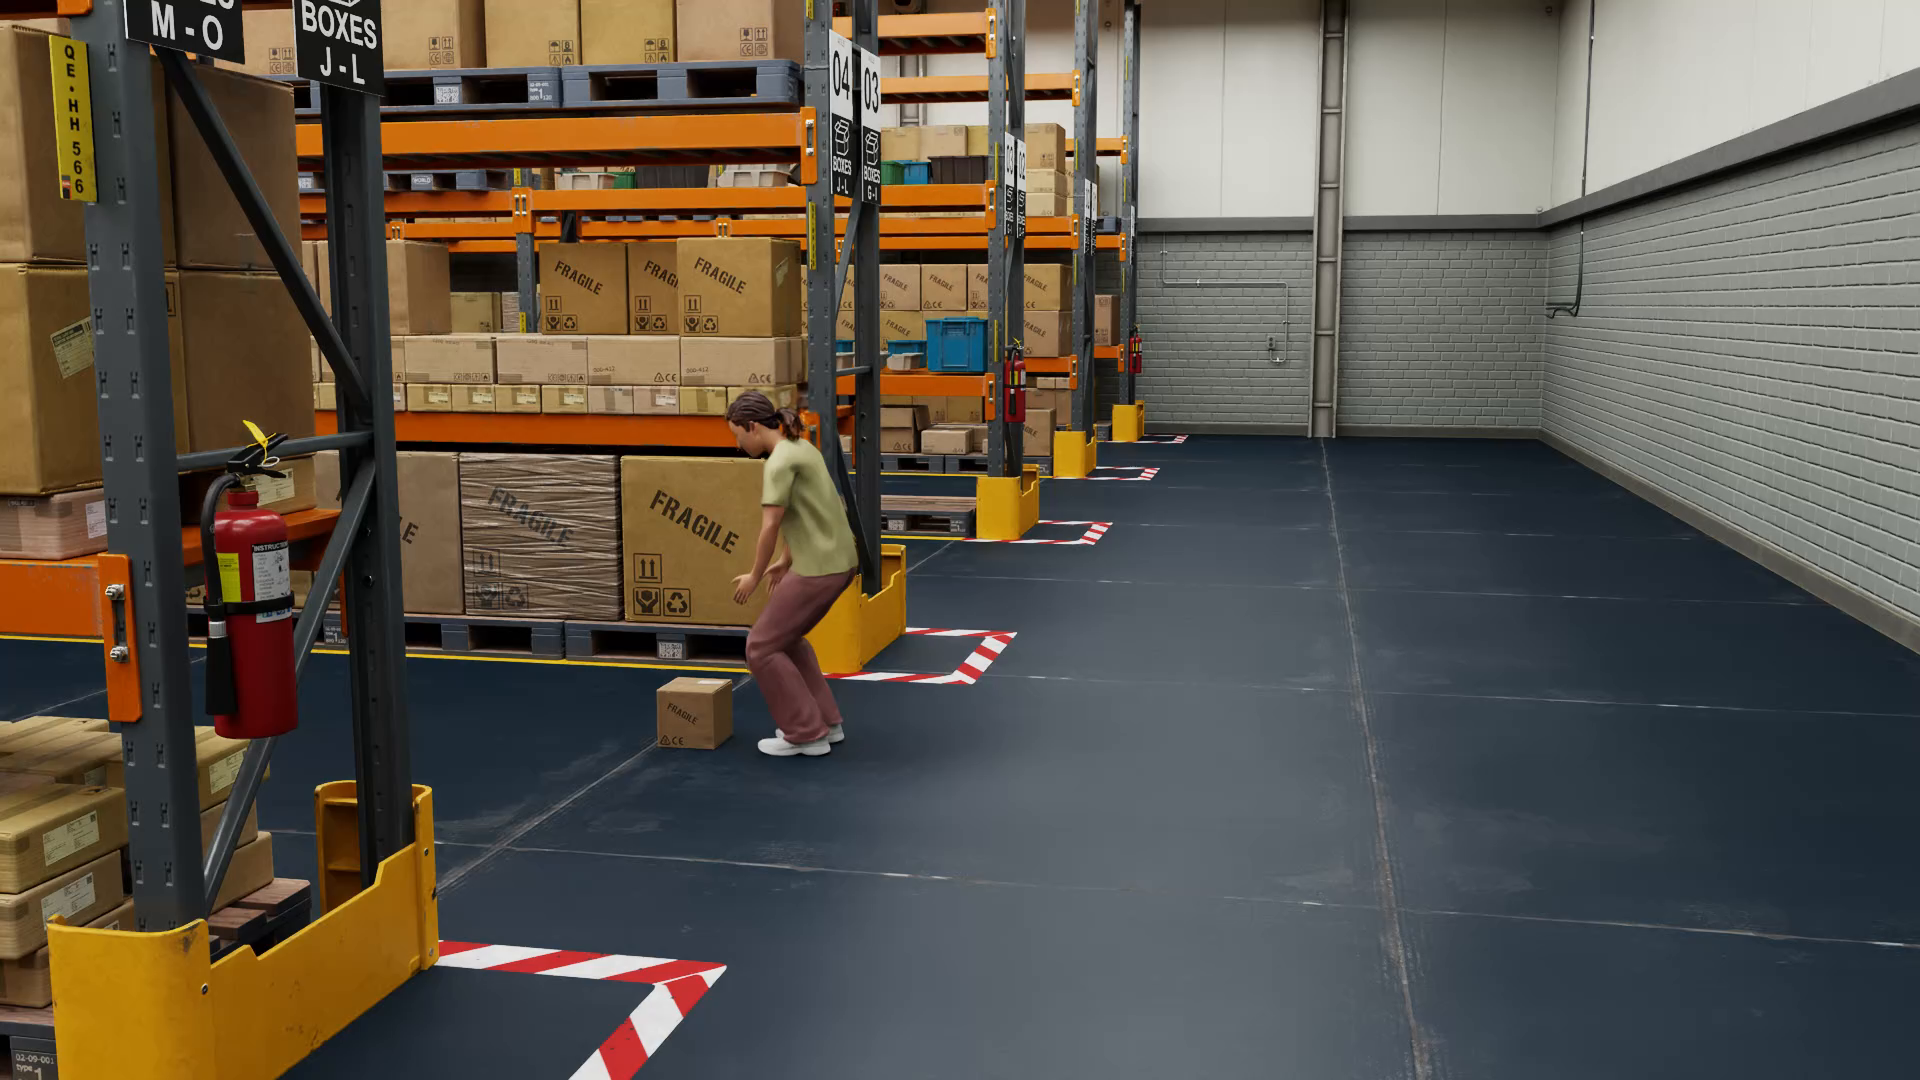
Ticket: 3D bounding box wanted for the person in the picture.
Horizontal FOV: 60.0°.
[{"bbox_3d":[-0.707,0.139,6.944,0.533,1.515,0.498,2,8,12],"label":"person"}]
